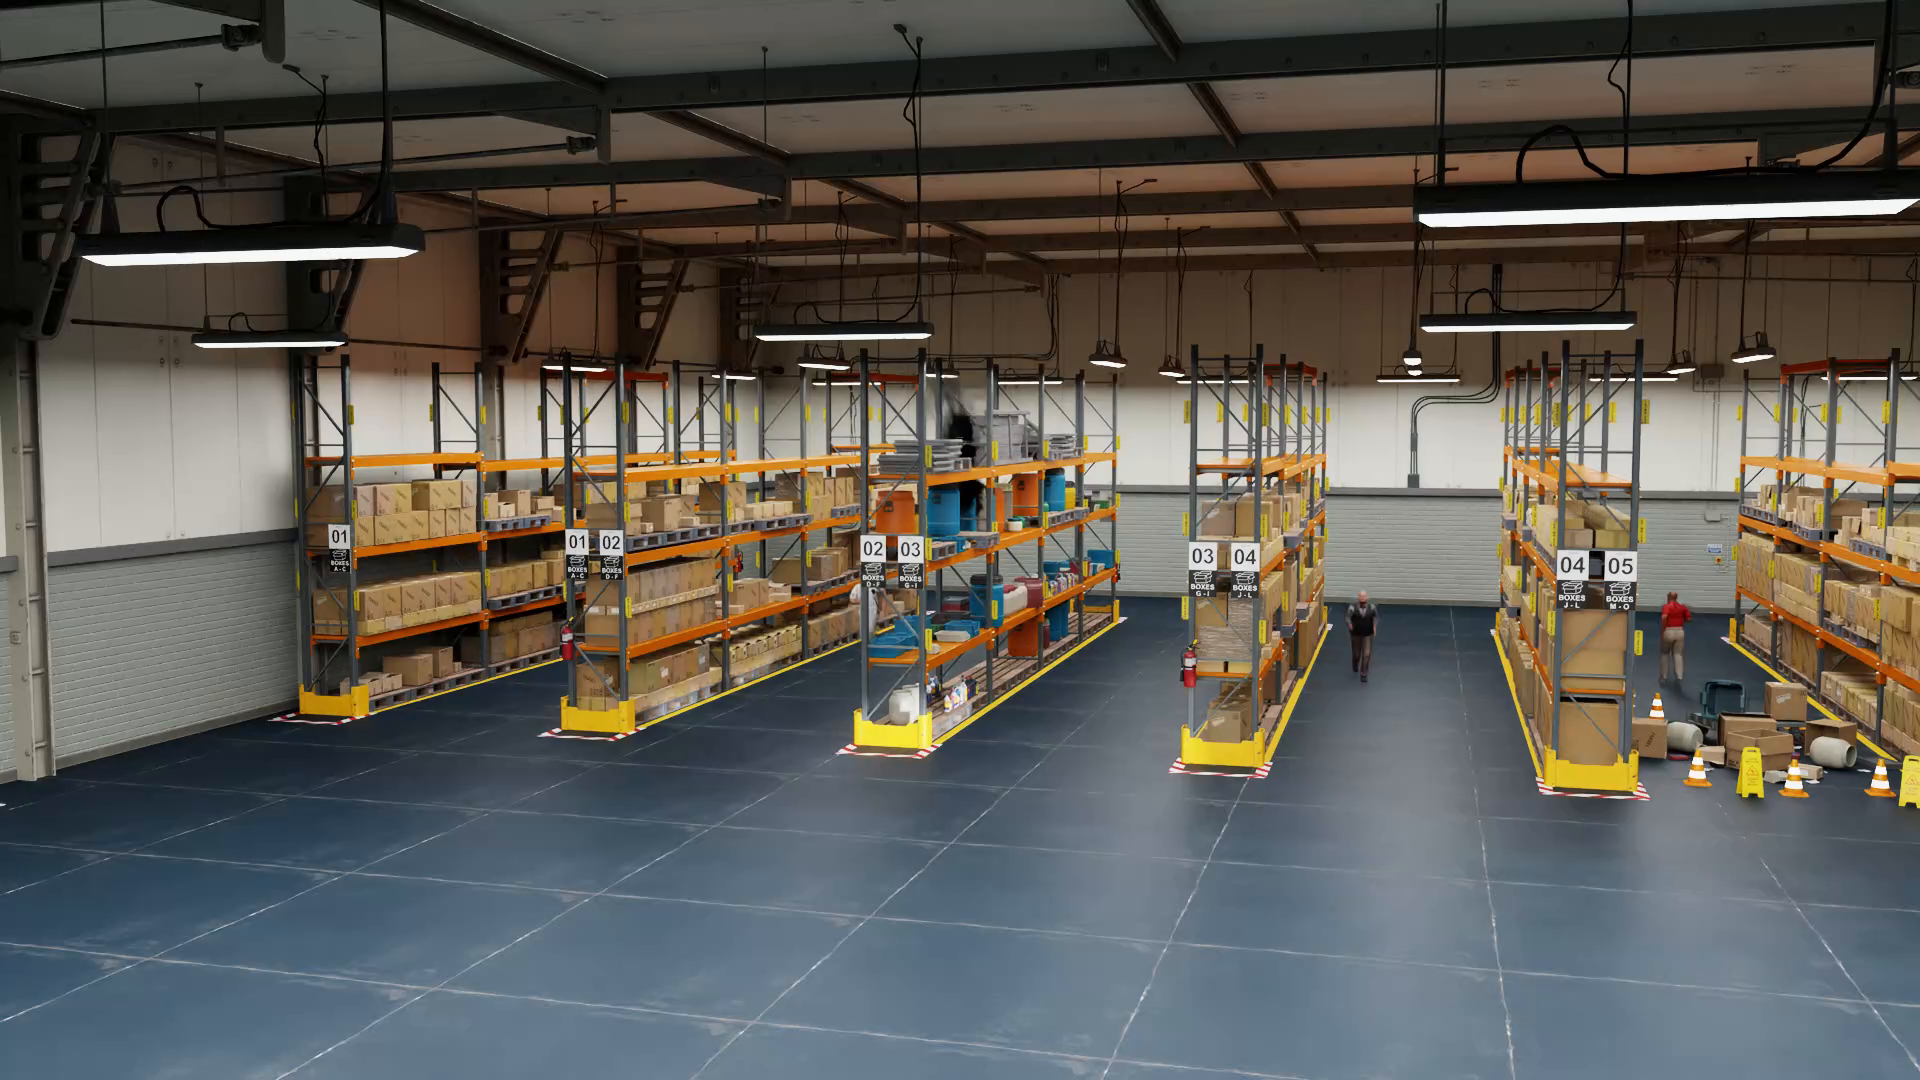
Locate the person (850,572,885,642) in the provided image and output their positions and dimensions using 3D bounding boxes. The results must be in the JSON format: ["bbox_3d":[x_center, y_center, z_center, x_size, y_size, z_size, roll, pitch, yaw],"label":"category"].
[{"bbox_3d":[-1.829,1.494,32.866,0.686,1.819,0.881,0,4,3],"label":"person"}]

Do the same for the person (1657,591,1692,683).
[{"bbox_3d":[13.248,1.842,30.839,0.631,1.793,0.830,0,4,5],"label":"person"}]

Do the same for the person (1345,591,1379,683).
[{"bbox_3d":[7.593,1.799,31.427,0.651,1.703,0.876,1,4,9],"label":"person"}]
